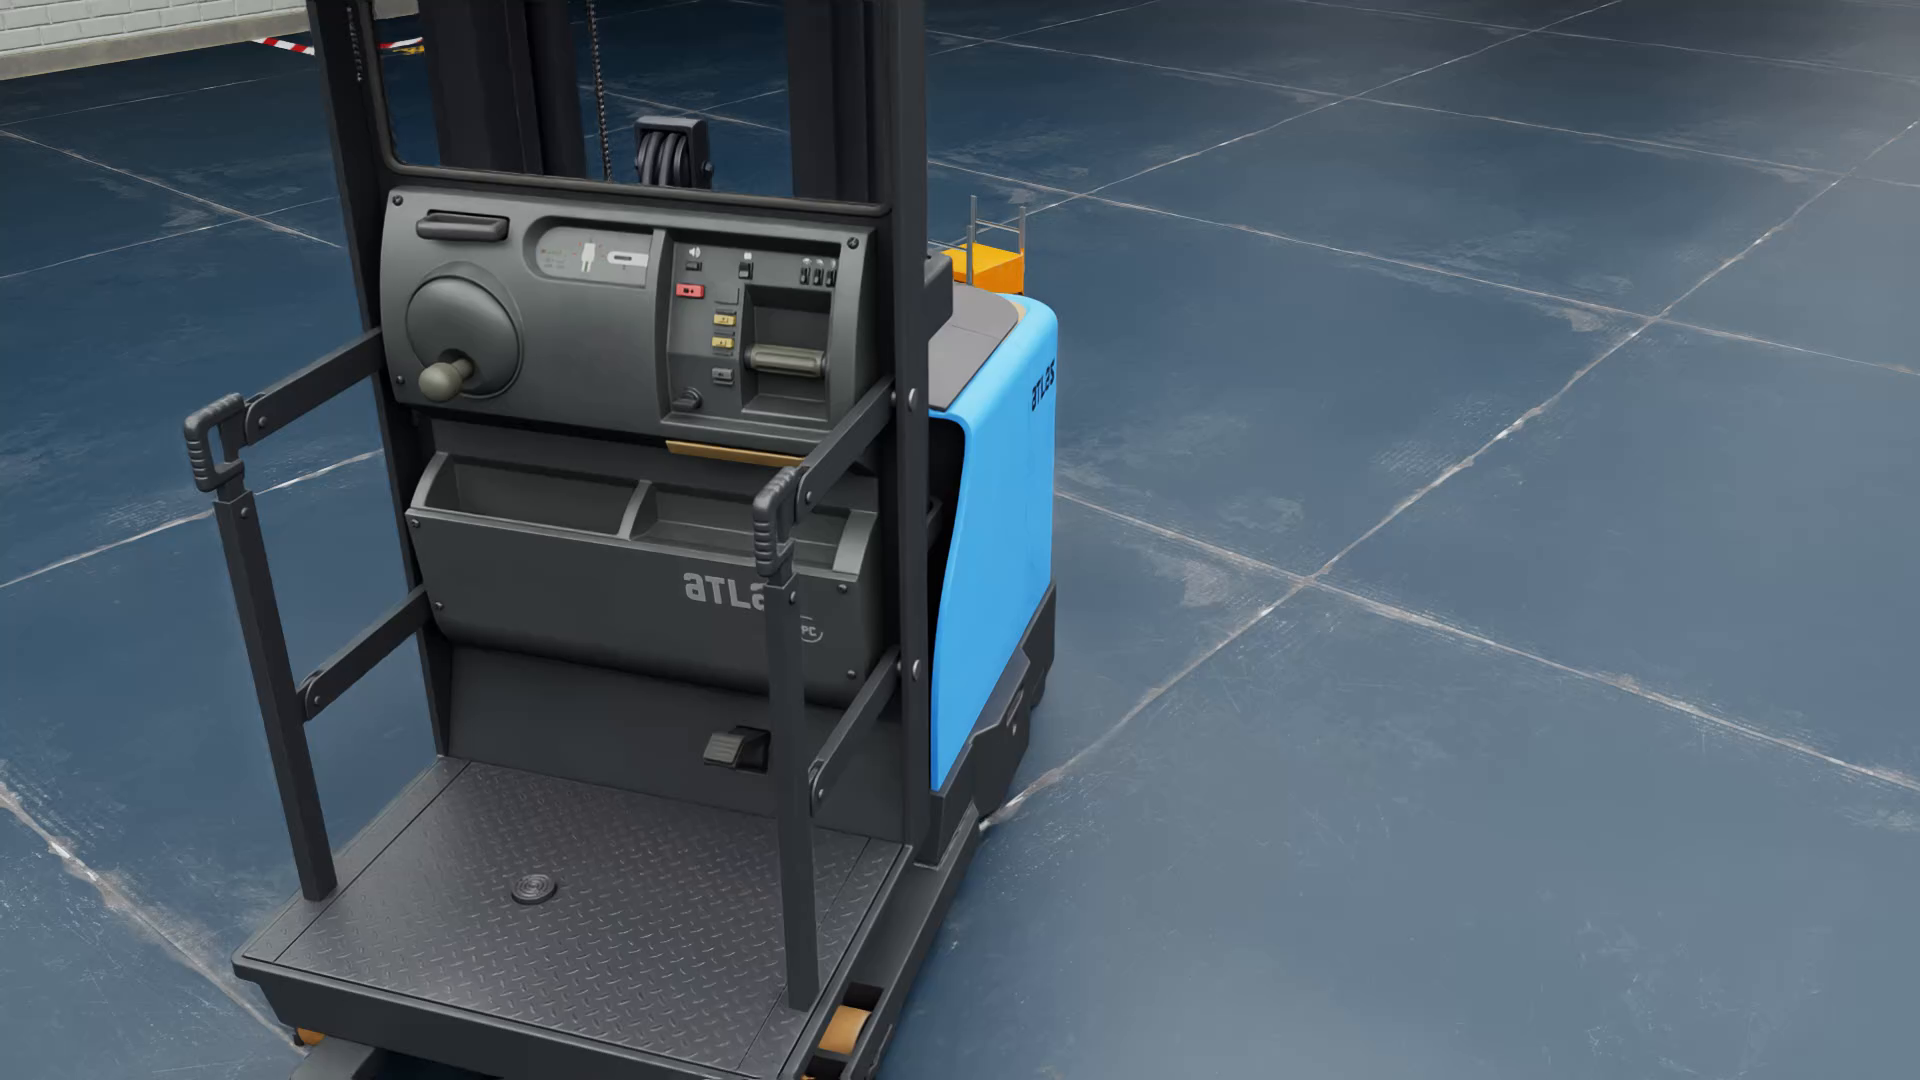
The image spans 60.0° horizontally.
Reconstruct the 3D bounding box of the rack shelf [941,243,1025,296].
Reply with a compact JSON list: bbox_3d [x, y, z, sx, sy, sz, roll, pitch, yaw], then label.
[{"bbox_3d":[0.034,-0.728,4.920,0.215,0.259,0.240,21,34,34],"label":"rack shelf"}]

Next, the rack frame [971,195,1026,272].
[{"bbox_3d":[0.112,-0.529,5.129,0.200,1.050,0.008,21,34,34],"label":"rack frame"}]

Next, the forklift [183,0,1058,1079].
[{"bbox_3d":[-0.668,-0.360,2.756,1.130,2.935,3.031,8,28,15],"label":"forklift"}]

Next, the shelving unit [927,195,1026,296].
[{"bbox_3d":[0.034,-0.485,5.045,0.215,1.050,0.252,21,34,34],"label":"shelving unit"}]

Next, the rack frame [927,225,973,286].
[{"bbox_3d":[-0.044,-0.442,4.962,0.200,1.050,0.008,21,34,34],"label":"rack frame"}]
